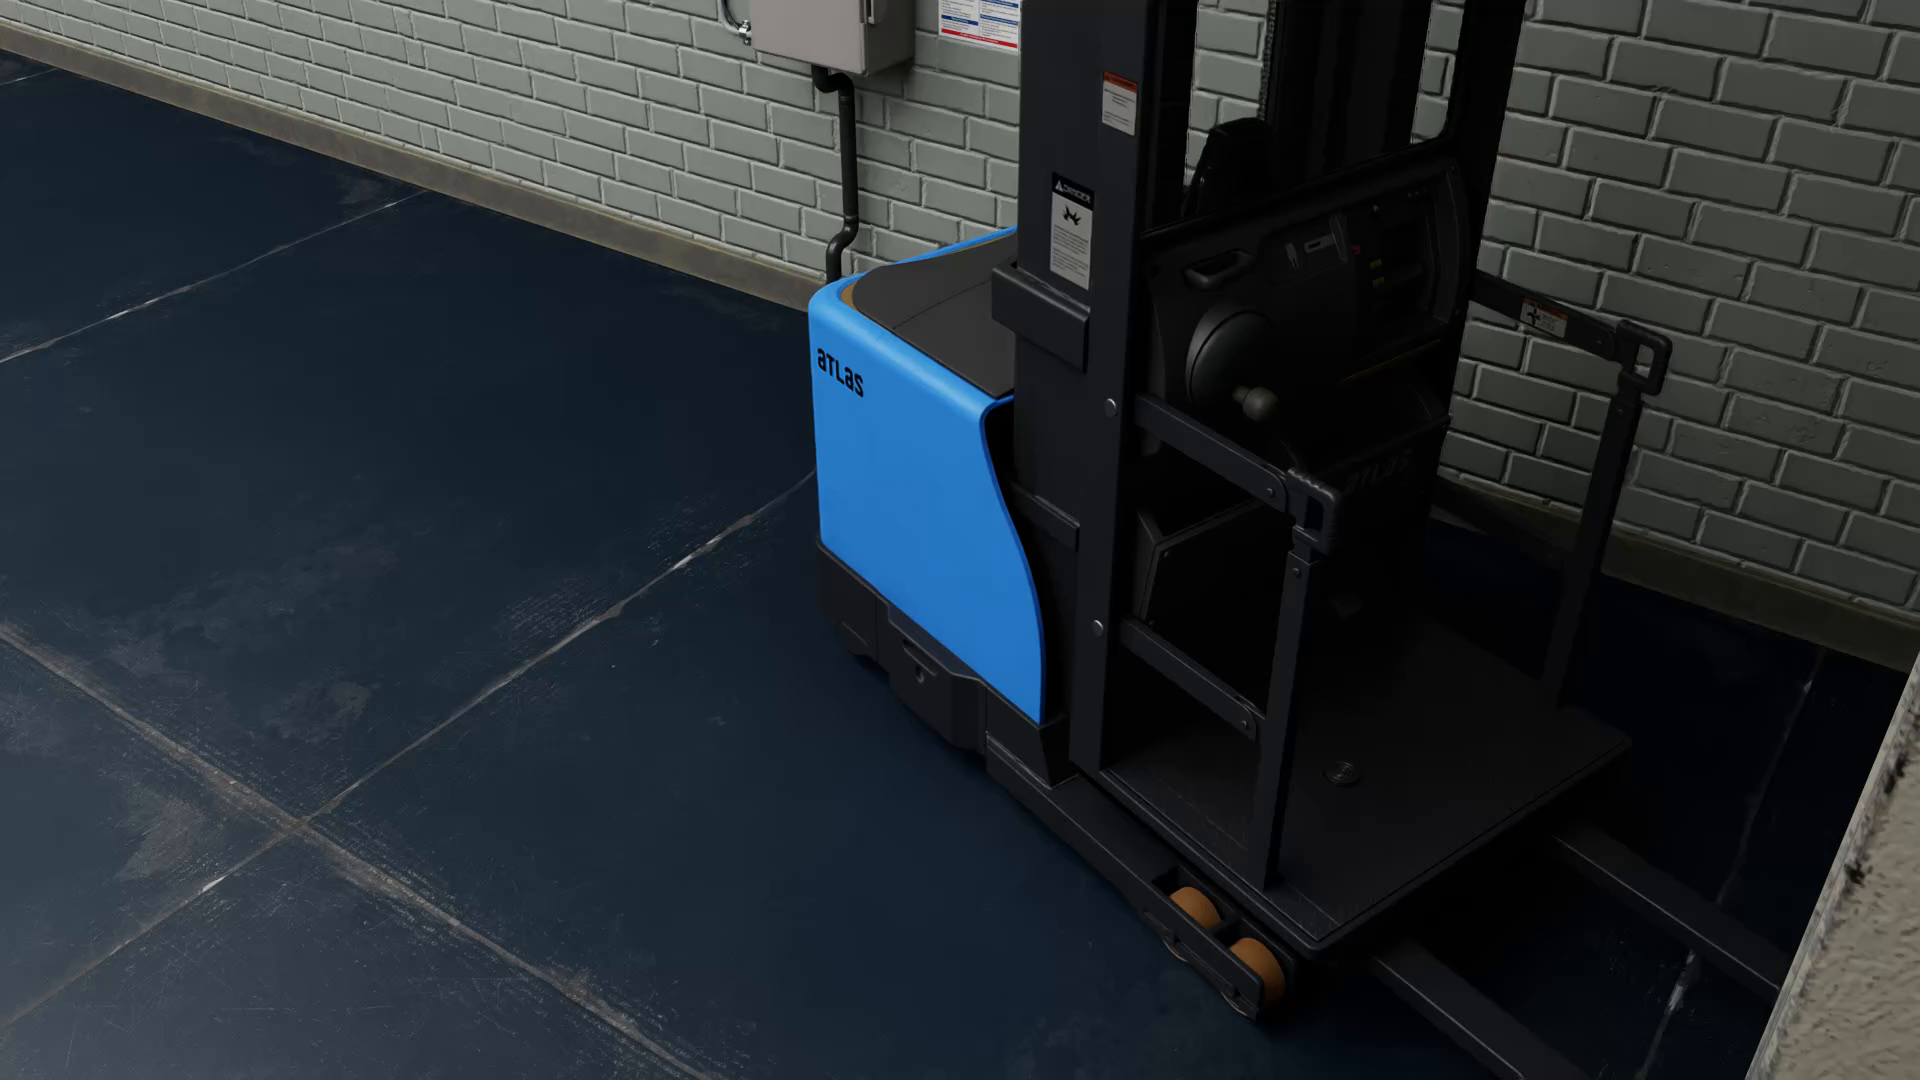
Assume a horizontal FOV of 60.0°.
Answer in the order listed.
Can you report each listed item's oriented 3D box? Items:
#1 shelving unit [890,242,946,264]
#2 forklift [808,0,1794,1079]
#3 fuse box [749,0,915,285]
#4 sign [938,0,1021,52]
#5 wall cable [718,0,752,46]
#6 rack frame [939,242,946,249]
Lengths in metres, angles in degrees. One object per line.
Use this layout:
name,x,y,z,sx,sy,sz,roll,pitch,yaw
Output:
shelving unit,-0.041,-0.427,5.076,0.258,0.900,0.210,28,43,35
forklift,0.873,-0.476,3.337,1.130,2.935,3.031,-23,40,-30
fuse box,-0.461,-1.429,5.835,0.539,1.711,0.414,21,39,28
sign,0.063,-1.861,5.408,0.329,0.494,0.001,21,39,28
wall cable,-0.932,-2.674,5.619,0.588,1.984,0.122,21,39,28
rack frame,0.029,-0.468,5.137,0.240,0.900,0.006,28,43,35
